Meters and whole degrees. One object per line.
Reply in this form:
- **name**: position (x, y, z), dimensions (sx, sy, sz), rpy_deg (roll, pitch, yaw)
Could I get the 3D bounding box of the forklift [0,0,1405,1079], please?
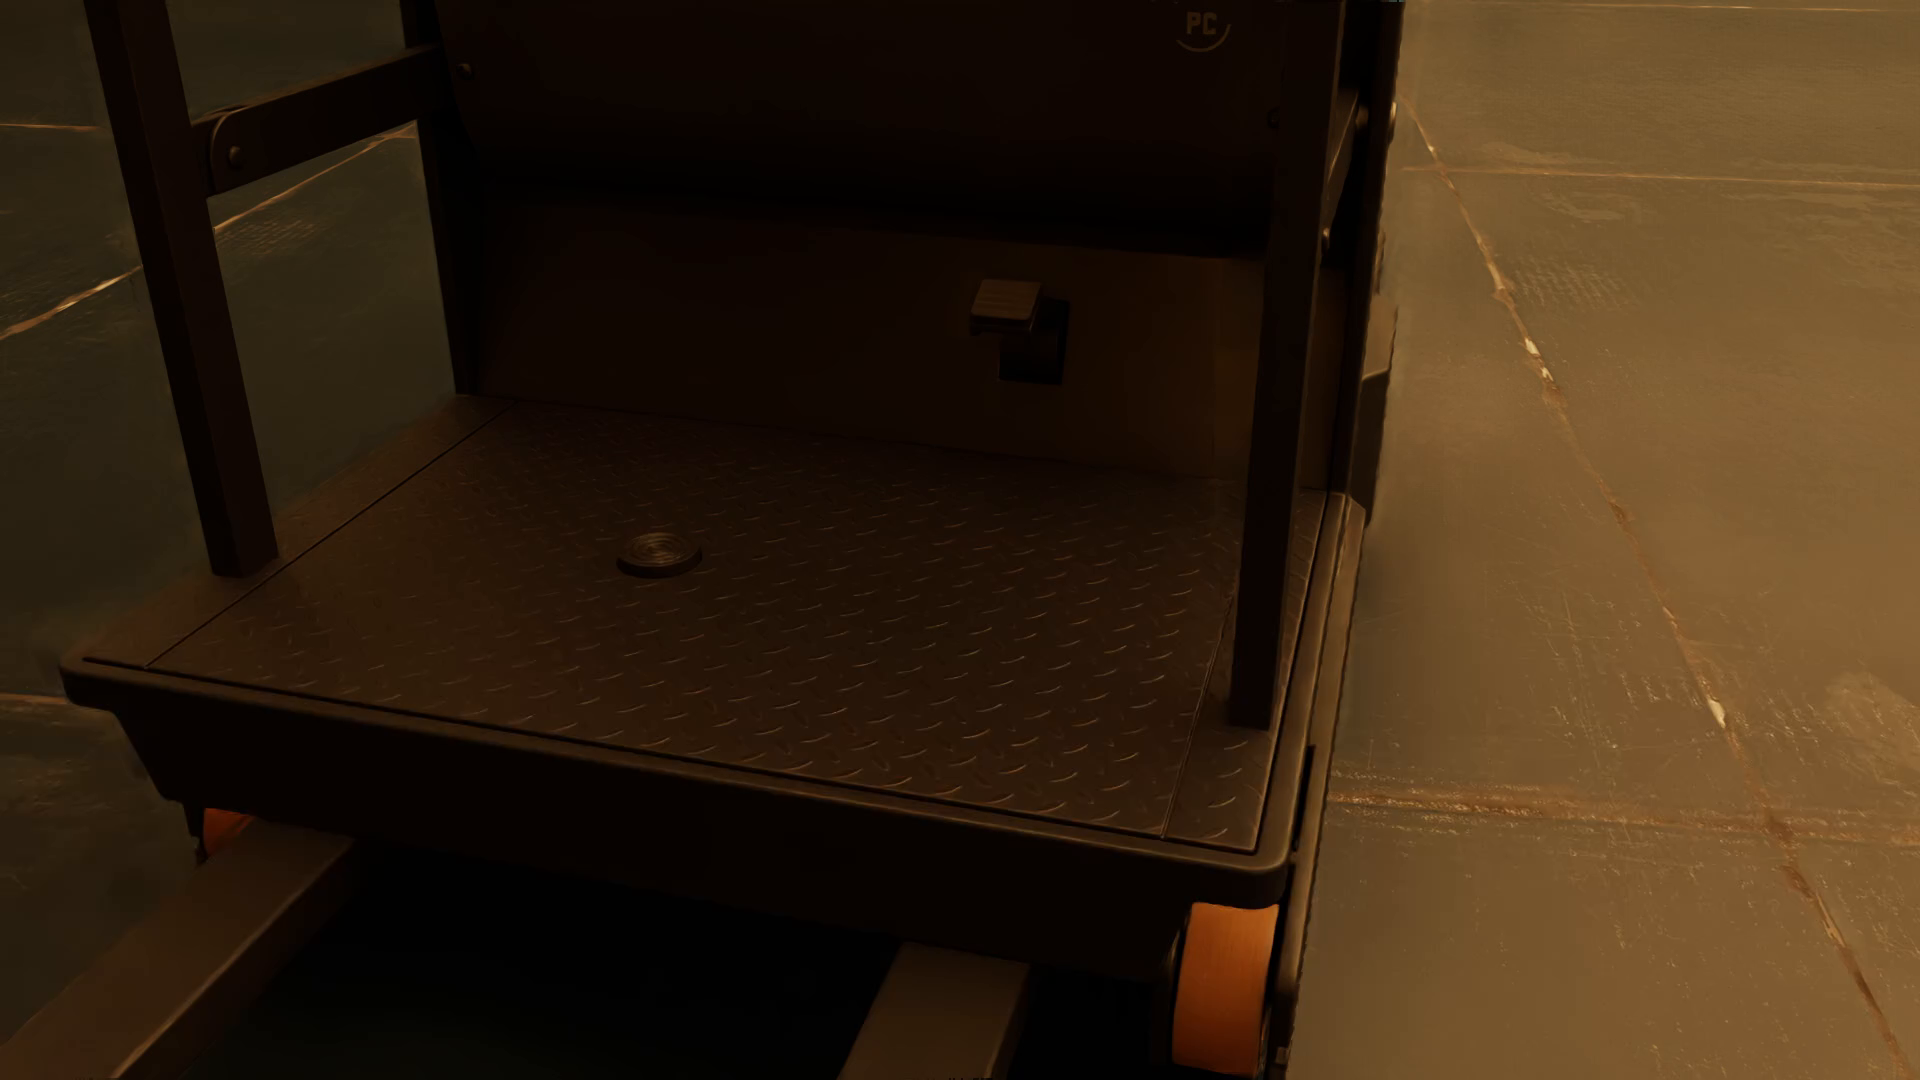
- **forklift**: position (-0.158, -1.018, 1.257), dimensions (1.130, 2.935, 3.031), rpy_deg (7, 27, 14)
